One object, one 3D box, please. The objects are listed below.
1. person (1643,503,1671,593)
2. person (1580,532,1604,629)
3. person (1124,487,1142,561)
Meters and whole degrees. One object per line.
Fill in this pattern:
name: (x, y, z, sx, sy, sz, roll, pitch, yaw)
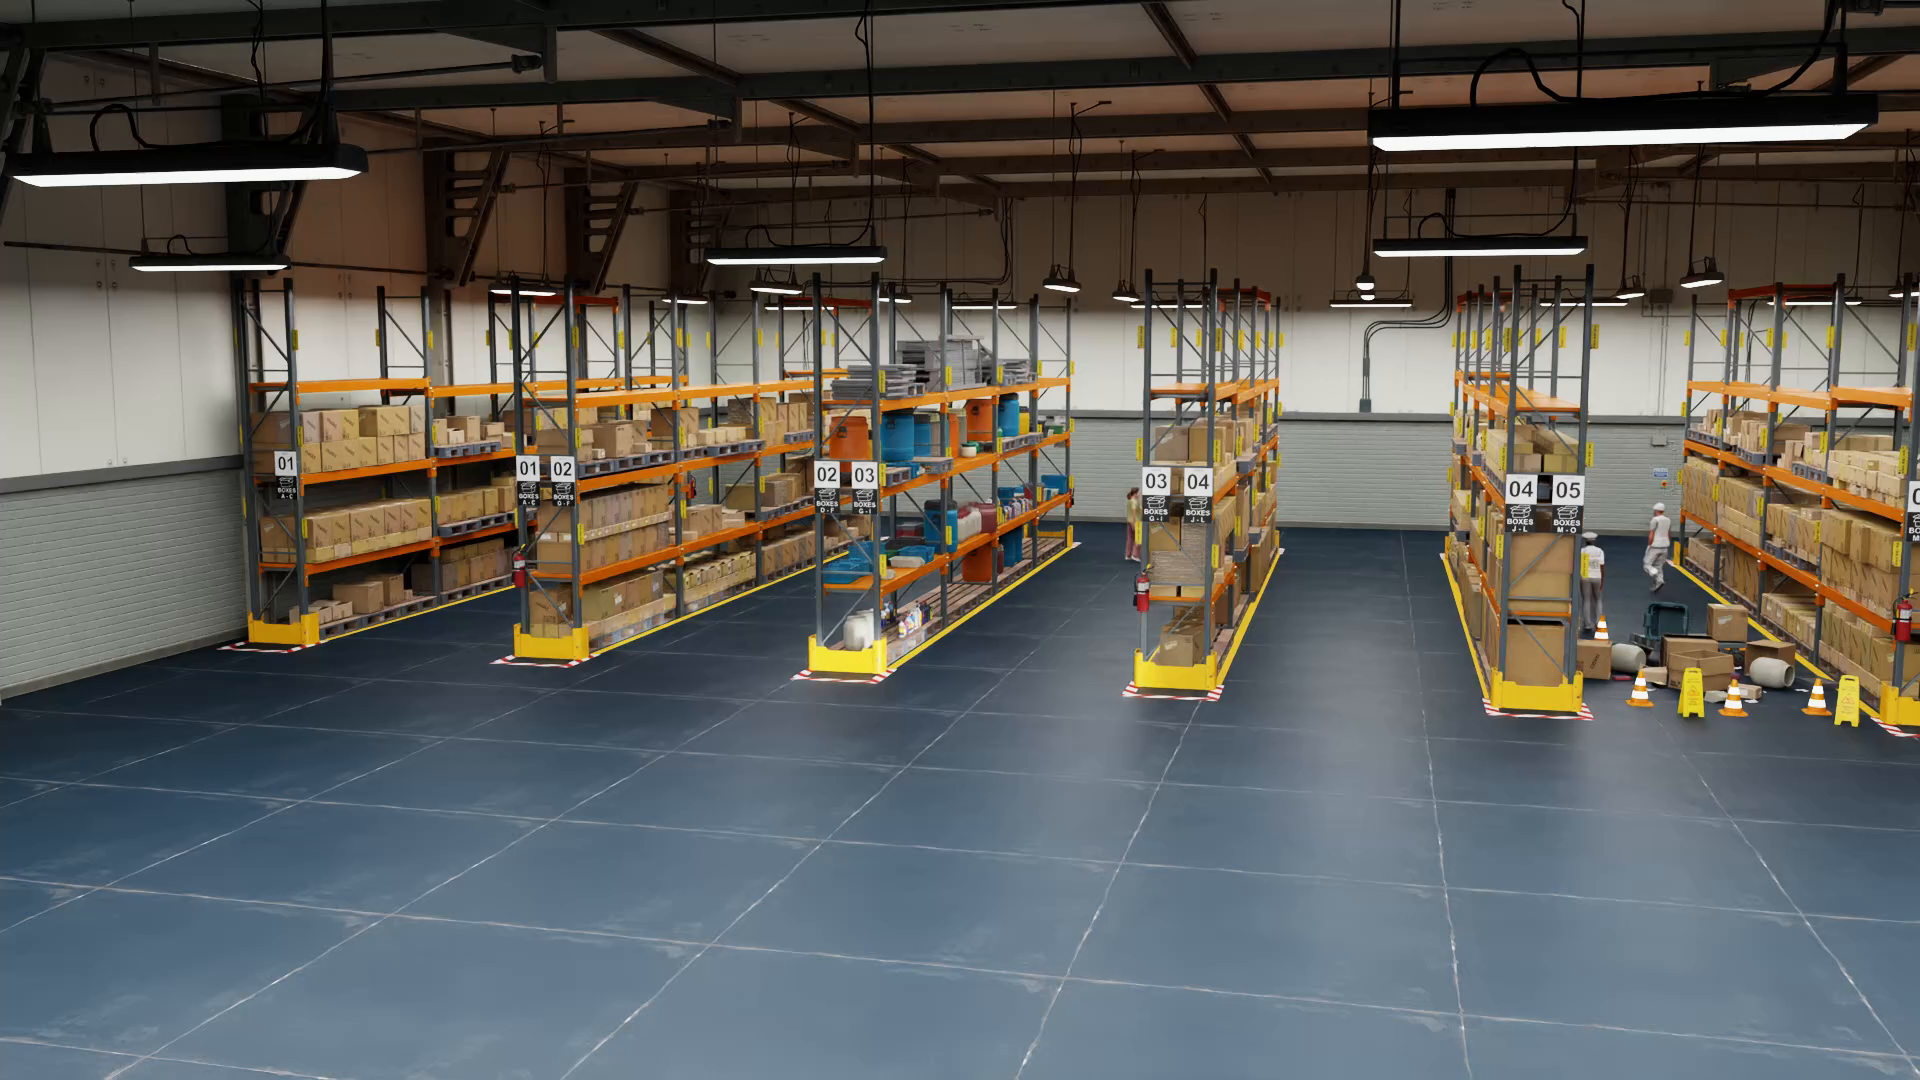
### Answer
person: (13.835, 0.160, 32.898, 0.597, 1.777, 0.535, -2, 7, -19)
person: (10.964, 0.742, 28.888, 0.508, 1.751, 0.445, 2, 7, 14)
person: (3.937, -0.325, 37.863, 0.468, 1.760, 0.471, -4, 8, -29)
